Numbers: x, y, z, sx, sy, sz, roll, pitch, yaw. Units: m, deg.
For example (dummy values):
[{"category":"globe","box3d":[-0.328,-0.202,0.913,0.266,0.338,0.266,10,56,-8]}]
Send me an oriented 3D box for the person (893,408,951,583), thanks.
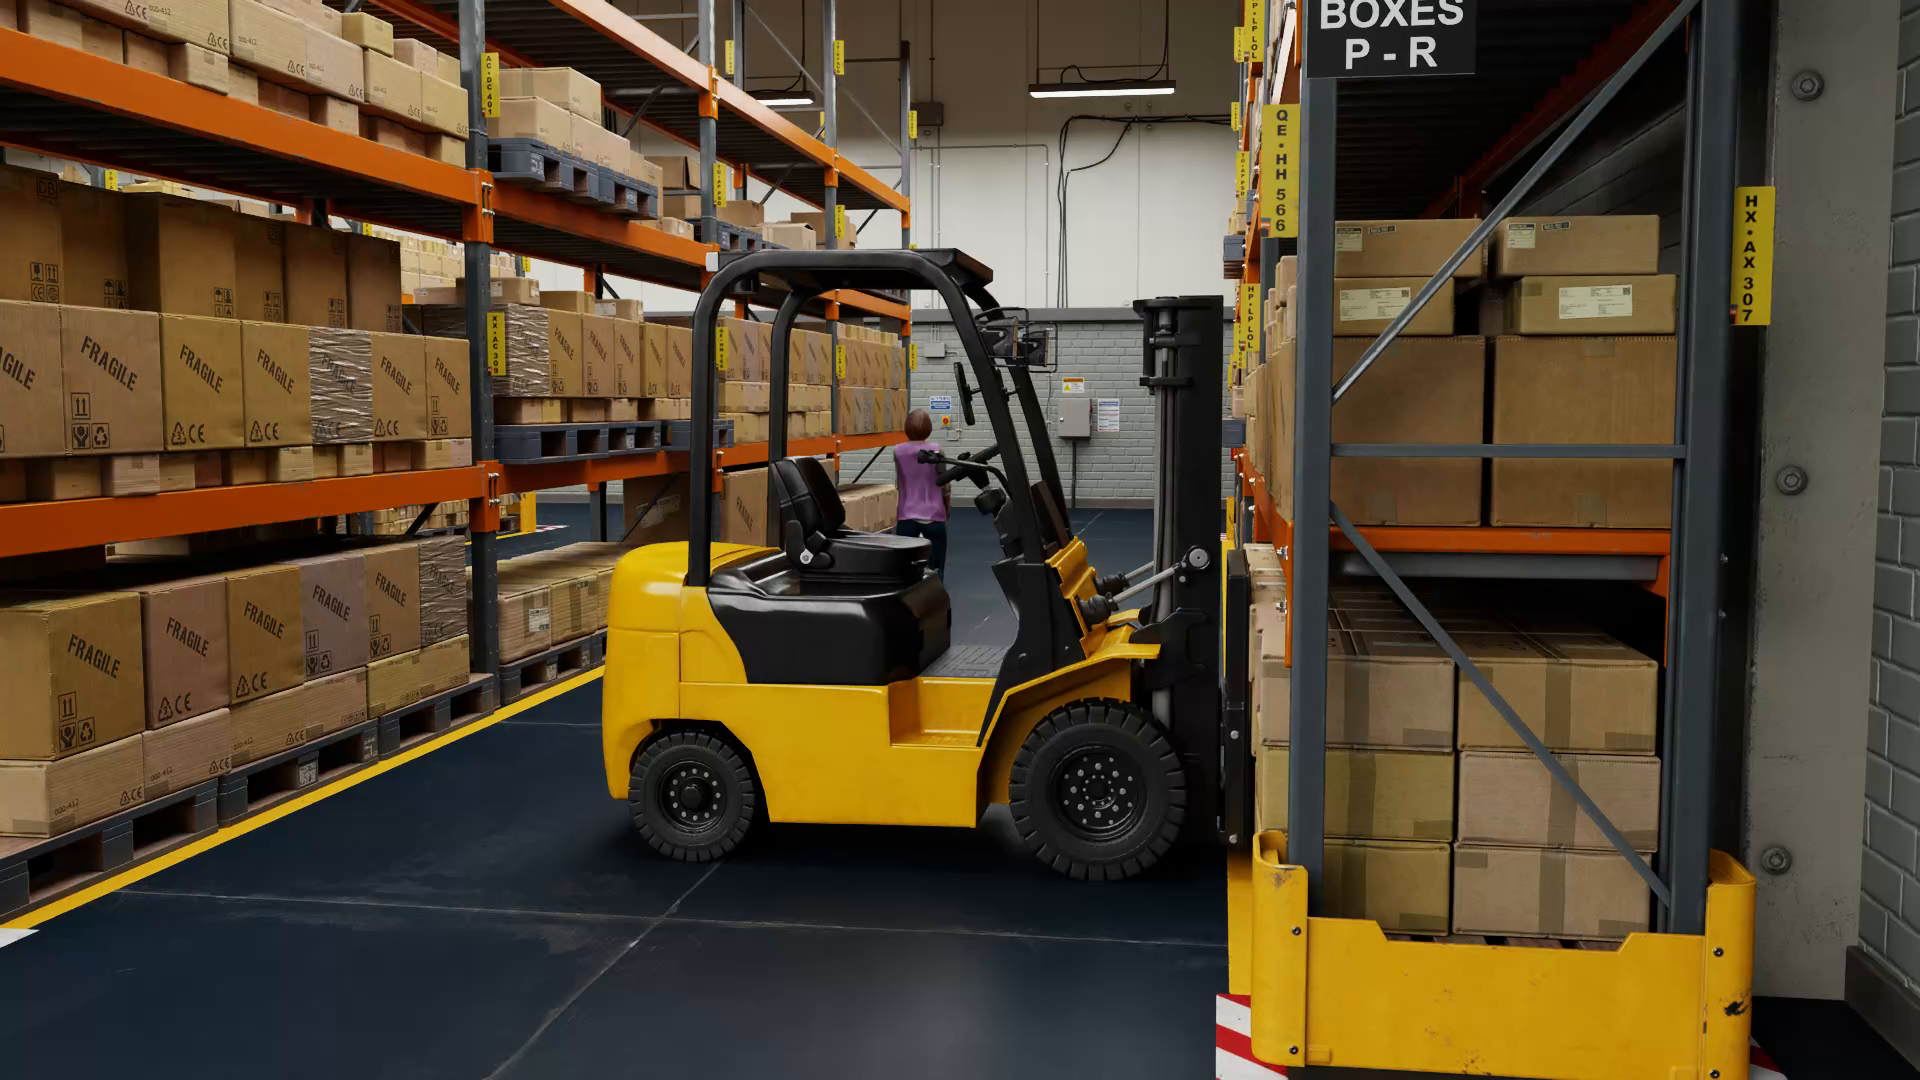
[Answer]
[{"category":"person","box3d":[-0.259,-0.105,11.600,0.396,1.571,0.493,1,5,9]}]
